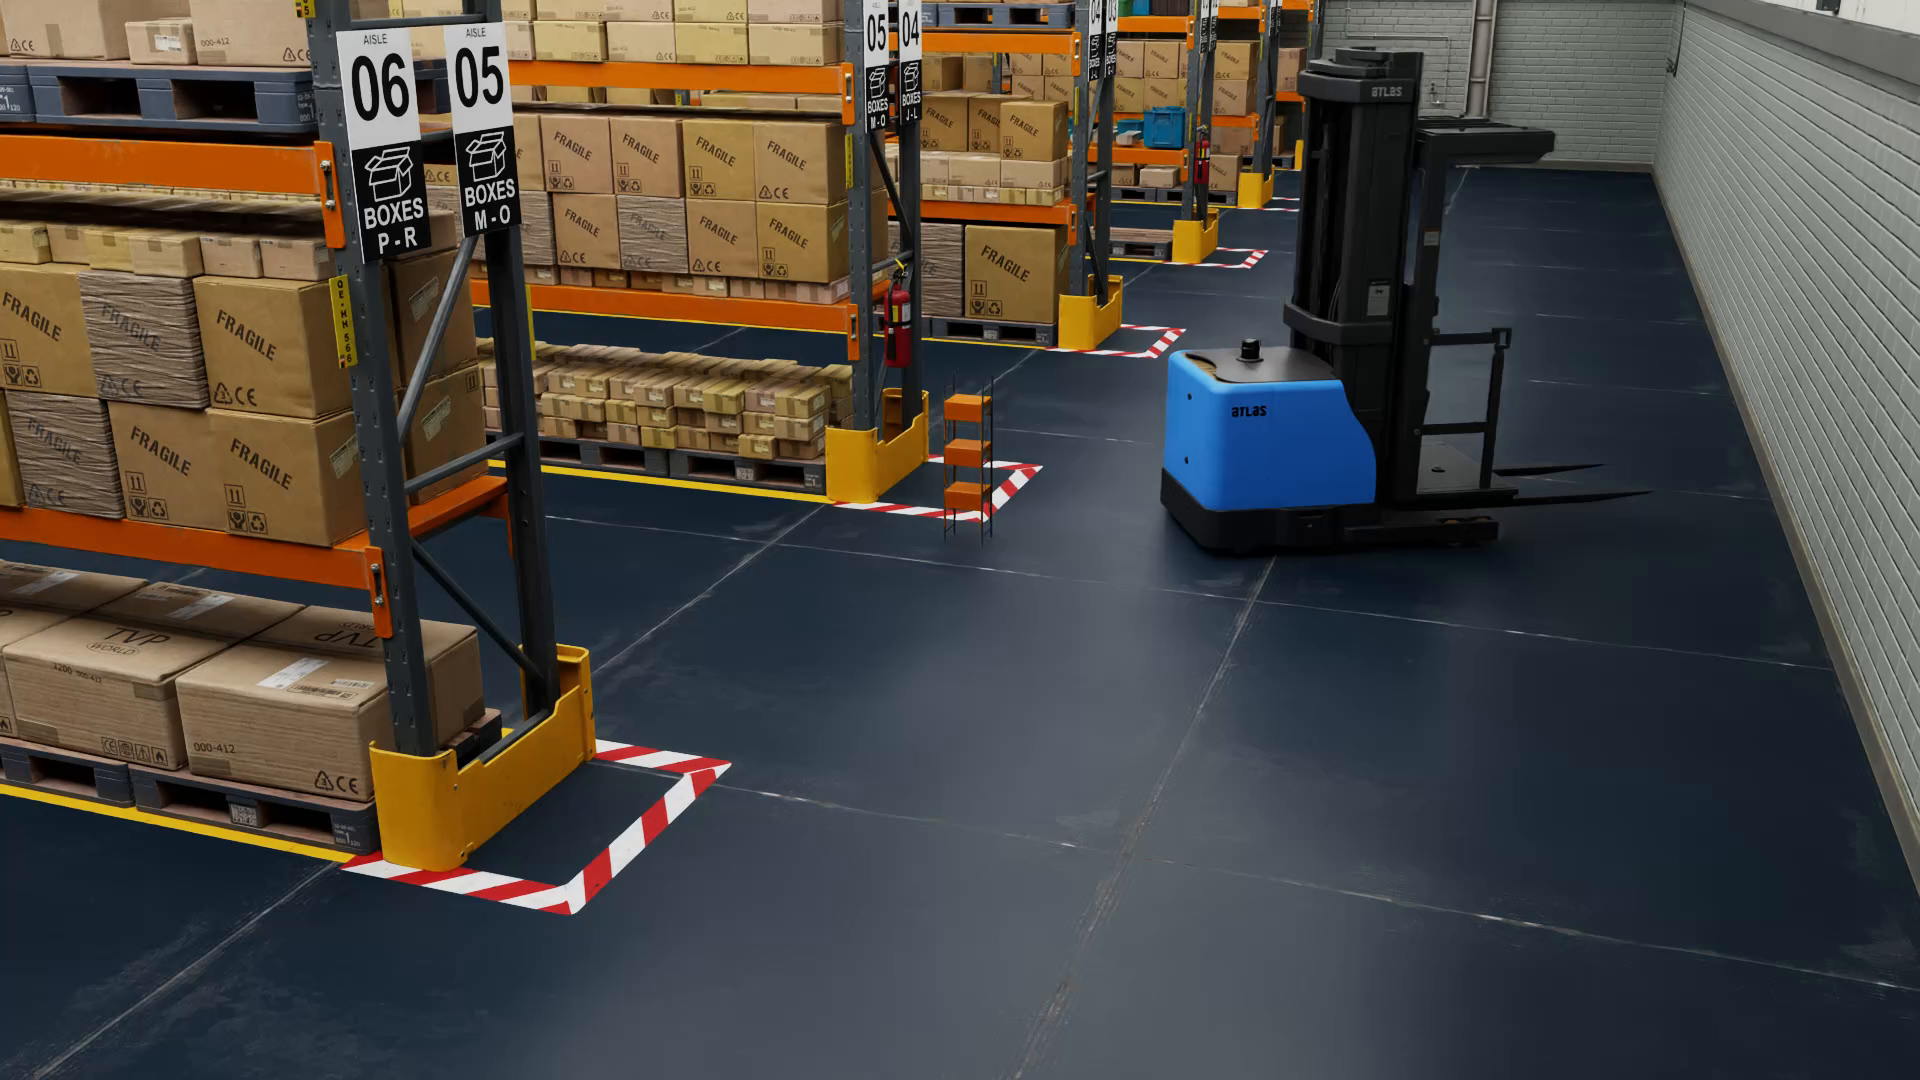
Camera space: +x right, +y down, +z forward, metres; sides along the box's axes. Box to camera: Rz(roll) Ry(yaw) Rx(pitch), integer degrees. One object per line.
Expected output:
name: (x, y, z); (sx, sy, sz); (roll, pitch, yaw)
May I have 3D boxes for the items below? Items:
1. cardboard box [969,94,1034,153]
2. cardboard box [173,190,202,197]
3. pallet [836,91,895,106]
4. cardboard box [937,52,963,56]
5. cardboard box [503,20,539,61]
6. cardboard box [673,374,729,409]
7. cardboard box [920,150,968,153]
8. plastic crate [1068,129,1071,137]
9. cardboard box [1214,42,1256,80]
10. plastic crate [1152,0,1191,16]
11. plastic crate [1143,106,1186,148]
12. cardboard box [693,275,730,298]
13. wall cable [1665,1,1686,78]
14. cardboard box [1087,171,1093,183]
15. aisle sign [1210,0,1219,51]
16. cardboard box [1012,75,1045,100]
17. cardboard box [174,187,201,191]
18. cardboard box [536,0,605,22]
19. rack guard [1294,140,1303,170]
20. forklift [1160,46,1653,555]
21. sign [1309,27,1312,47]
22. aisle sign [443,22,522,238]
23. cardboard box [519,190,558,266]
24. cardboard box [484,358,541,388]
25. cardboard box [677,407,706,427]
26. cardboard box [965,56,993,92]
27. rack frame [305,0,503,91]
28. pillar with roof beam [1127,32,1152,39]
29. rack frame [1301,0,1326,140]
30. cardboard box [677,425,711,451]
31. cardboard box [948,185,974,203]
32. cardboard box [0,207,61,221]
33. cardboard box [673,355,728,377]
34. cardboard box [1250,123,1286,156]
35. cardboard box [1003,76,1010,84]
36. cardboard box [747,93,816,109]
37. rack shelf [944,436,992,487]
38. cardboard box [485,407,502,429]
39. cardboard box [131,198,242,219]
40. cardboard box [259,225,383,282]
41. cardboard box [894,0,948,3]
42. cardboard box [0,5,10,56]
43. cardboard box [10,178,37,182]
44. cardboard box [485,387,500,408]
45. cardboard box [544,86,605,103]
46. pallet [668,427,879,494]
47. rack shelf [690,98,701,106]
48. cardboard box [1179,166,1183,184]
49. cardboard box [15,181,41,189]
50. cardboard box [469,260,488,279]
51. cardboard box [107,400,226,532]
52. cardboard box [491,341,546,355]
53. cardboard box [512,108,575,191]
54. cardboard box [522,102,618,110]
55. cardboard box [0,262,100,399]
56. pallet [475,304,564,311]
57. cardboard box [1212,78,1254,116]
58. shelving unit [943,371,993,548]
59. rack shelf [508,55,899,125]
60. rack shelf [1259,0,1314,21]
cardboard box: (0.396, -3.987, 15.916); (0.500, 0.500, 0.500); (6, 20, 17)
cardboard box: (-5.697, -2.588, 12.558); (0.250, 0.149, 0.380); (5, 20, 15)
pallet: (-1.231, -7.018, 26.266); (1.213, 0.211, 1.003); (7, 20, 18)
cardboard box: (-0.113, -8.809, 30.480); (0.500, 0.500, 0.500); (6, 20, 18)
cardboard box: (-2.956, -3.374, 11.192); (0.500, 0.250, 0.500); (7, 21, 20)
cardboard box: (-1.802, -1.034, 11.599); (0.250, 0.149, 0.380); (6, 20, 16)
cardboard box: (-0.099, -3.688, 16.198); (0.500, 0.250, 0.500); (6, 20, 16)
plastic crate: (1.203, -4.933, 20.304); (0.250, 0.136, 0.298); (7, 20, 18)
cardboard box: (3.977, -6.935, 24.065); (0.500, 0.500, 0.500); (6, 20, 18)
plastic crate: (2.586, -6.396, 19.832); (0.590, 0.269, 0.497); (7, 20, 18)
plastic crate: (2.481, -4.936, 19.858); (0.499, 0.435, 0.616); (7, 20, 18)
cardboard box: (-1.604, -1.752, 11.249); (0.250, 0.149, 0.380); (7, 20, 20)
wall cable: (11.335, -8.638, 26.226); (0.112, 2.526, 3.097); (7, 20, 18)
cardboard box: (1.855, -5.552, 25.405); (0.250, 0.166, 0.380); (7, 20, 18)
aisle sign: (3.024, -6.225, 19.751); (0.004, 0.787, 0.394); (7, 20, 18)
cardboard box: (1.101, -6.792, 25.176); (0.500, 0.500, 0.500); (7, 20, 19)
cardboard box: (-5.689, -2.730, 12.515); (0.250, 0.149, 0.380); (6, 20, 16)
cardboard box: (-2.448, -3.563, 10.976); (0.500, 0.250, 0.500); (6, 20, 16)
rack guard: (6.132, -6.810, 29.178); (0.348, 0.500, 1.175); (7, 20, 18)
forklift: (2.879, -1.509, 10.276); (3.031, 2.935, 1.130); (-3, 19, -9)
sign: (5.918, -8.485, 28.064); (0.005, 0.325, 0.100); (7, 20, 18)
aisle sign: (-1.856, -1.602, 6.488); (0.004, 0.787, 0.394); (7, 20, 18)
cardboard box: (-2.950, -2.213, 11.587); (0.500, 0.500, 0.500); (6, 20, 17)
cardboard box: (-3.262, -1.224, 12.143); (0.250, 0.149, 0.380); (6, 20, 17)
cardboard box: (-1.794, -0.919, 11.721); (0.250, 0.149, 0.380); (6, 20, 17)
cardboard box: (0.335, -7.251, 25.854); (0.500, 0.500, 0.700); (0, 19, 0)
rack frame: (-2.019, -3.125, 5.692); (0.127, 3.000, 1.000); (7, 20, 18)
pillar with roof beam: (1.863, -10.113, 25.740); (0.400, 9.000, 9.100); (7, 20, 18)
rack frame: (6.109, -7.993, 28.774); (0.127, 3.000, 1.000); (7, 20, 18)
cardboard box: (-1.791, -0.760, 11.716); (0.250, 0.149, 0.380); (7, 20, 19)
cardboard box: (0.069, -3.273, 15.613); (0.250, 0.149, 0.380); (7, 20, 19)
cardboard box: (-3.889, -1.249, 6.769); (0.250, 0.149, 0.380); (7, 20, 20)
cardboard box: (-1.890, -1.230, 12.161); (0.250, 0.149, 0.380); (7, 21, 20)
cardboard box: (5.415, -7.056, 29.244); (0.500, 0.500, 0.700); (7, 20, 18)
cardboard box: (0.965, -8.384, 30.245); (0.250, 0.149, 0.380); (7, 20, 18)
cardboard box: (-1.715, -4.042, 16.075); (0.500, 0.500, 0.500); (7, 20, 18)
rack shelf: (0.051, -0.480, 10.213); (0.240, 0.259, 0.215); (7, 20, 18)
cardboard box: (-3.271, -0.935, 12.219); (0.250, 0.149, 0.380); (6, 20, 17)
cardboard box: (-3.263, -1.347, 7.049); (0.250, 0.149, 0.380); (7, 20, 19)
cardboard box: (-2.424, -1.094, 6.324); (0.250, 0.149, 0.380); (7, 20, 19)
cardboard box: (-0.272, -5.261, 15.435); (0.500, 0.500, 0.700); (5, 20, 14)
cardboard box: (-3.874, -2.265, 6.842); (0.500, 0.500, 0.500); (7, 20, 19)
cardboard box: (-7.189, -2.900, 13.002); (0.250, 0.149, 0.380); (6, 20, 18)
cardboard box: (-3.267, -1.083, 12.191); (0.250, 0.149, 0.380); (5, 20, 15)
cardboard box: (-3.796, -4.470, 16.990); (0.637, 0.503, 0.797); (7, 20, 19)
pallet: (-1.318, -0.632, 11.892); (1.213, 0.211, 1.003); (7, 20, 18)
rack shelf: (-4.959, -7.193, 27.571); (4.000, 0.370, 1.077); (7, 20, 18)
cardboard box: (3.594, -5.563, 25.310); (0.500, 0.250, 0.500); (7, 20, 18)
cardboard box: (-7.147, -2.755, 13.037); (0.250, 0.149, 0.380); (6, 20, 16)
cardboard box: (-3.316, -1.974, 11.888); (0.250, 0.149, 0.380); (6, 20, 16)
cardboard box: (-3.031, -0.368, 6.745); (0.500, 0.500, 0.500); (6, 20, 17)
cardboard box: (-3.355, -1.409, 12.675); (0.250, 0.149, 0.380); (6, 20, 18)
cardboard box: (-2.962, -2.694, 11.447); (0.500, 0.500, 0.500); (7, 20, 19)
cardboard box: (-2.767, -2.853, 11.904); (0.500, 0.500, 0.500); (7, 20, 19)
cardboard box: (-3.522, -0.891, 6.727); (0.500, 0.500, 0.500); (6, 20, 18)
pallet: (-4.456, -2.679, 17.766); (1.213, 0.211, 1.003); (7, 20, 18)
cardboard box: (3.975, -6.464, 24.233); (0.500, 0.500, 0.500); (7, 20, 20)
shelving unit: (0.051, -0.490, 10.210); (0.252, 1.050, 0.215); (7, 20, 18)
rack shelf: (-2.380, -3.135, 11.370); (4.000, 0.370, 1.077); (7, 20, 18)
rack shelf: (4.220, -9.286, 29.018); (4.000, 0.370, 1.077); (7, 20, 18)
